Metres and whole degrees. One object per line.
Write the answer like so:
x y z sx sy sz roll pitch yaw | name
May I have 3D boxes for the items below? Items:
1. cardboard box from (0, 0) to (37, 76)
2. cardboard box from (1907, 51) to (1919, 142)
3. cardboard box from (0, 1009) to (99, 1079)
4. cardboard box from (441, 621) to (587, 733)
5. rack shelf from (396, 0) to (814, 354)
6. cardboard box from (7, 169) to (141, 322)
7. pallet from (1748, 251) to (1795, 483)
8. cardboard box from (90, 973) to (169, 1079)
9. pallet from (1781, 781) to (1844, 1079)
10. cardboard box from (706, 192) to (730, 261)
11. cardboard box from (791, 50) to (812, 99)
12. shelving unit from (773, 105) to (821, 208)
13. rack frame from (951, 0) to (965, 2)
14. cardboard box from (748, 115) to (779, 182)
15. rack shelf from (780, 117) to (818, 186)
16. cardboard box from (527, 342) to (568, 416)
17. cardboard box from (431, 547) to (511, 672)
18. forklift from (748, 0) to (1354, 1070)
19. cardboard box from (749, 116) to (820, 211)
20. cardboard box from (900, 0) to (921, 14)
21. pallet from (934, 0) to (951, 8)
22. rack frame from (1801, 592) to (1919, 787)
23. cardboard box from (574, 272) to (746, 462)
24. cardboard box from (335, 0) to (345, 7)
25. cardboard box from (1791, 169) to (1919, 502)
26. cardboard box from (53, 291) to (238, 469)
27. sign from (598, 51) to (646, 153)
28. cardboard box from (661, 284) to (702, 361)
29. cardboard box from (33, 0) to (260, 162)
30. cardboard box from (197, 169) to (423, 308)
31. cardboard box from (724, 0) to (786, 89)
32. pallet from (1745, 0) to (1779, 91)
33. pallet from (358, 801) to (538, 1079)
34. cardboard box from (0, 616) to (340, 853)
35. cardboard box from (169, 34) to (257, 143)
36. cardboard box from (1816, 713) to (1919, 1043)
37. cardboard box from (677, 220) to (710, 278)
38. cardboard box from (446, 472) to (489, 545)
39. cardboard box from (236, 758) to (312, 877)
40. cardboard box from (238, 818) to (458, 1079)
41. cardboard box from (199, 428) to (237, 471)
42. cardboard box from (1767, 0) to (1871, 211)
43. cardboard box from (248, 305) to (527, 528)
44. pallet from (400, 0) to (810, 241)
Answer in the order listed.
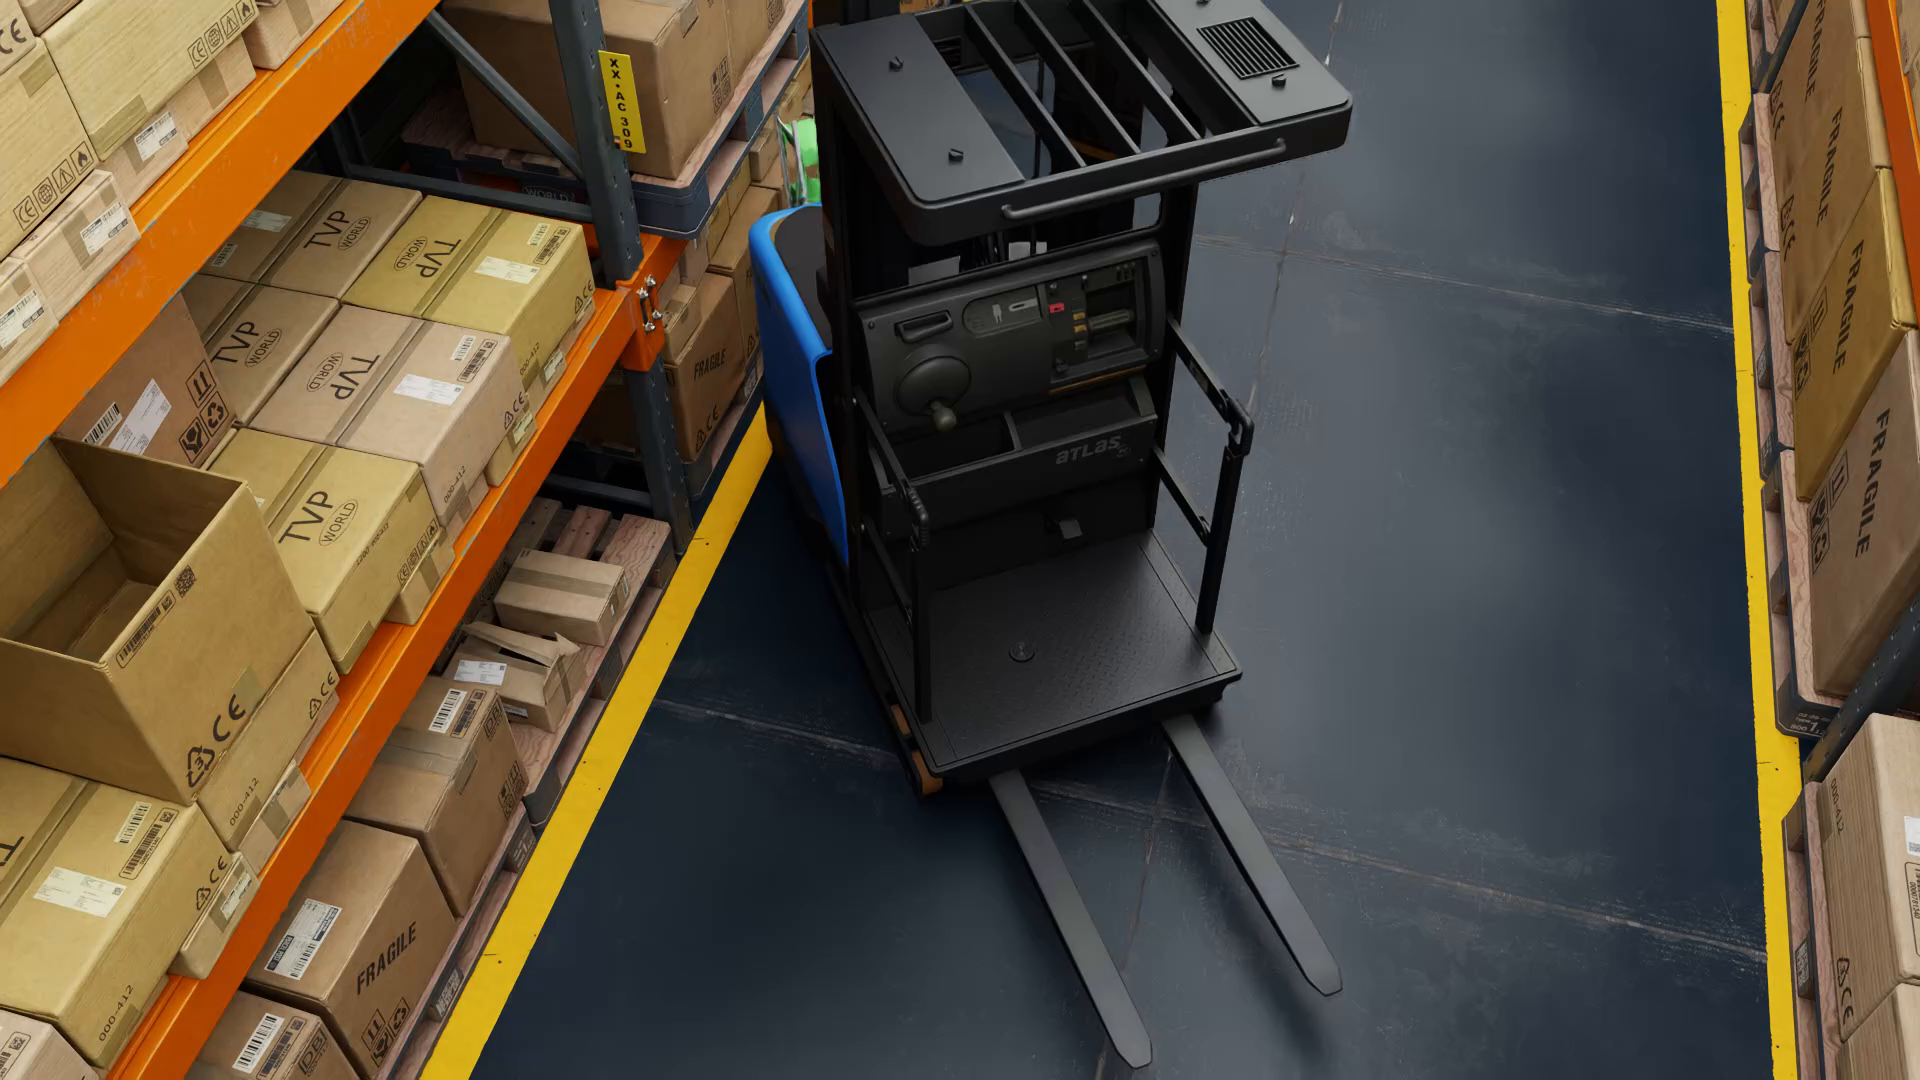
-1.797 -0.757 2.485 0.500 0.250 0.500 13 50 11 | cardboard box
3.584 -1.523 5.693 0.500 0.250 0.500 12 50 10 | cardboard box
-2.039 1.134 3.150 0.500 0.250 0.500 12 50 10 | cardboard box
-1.456 0.414 5.427 0.396 0.266 0.258 13 50 11 | cardboard box
-0.972 -2.280 6.741 1.077 0.370 4.000 12 50 10 | rack shelf
-1.685 -0.543 2.895 0.380 0.149 0.250 12 50 11 | cardboard box
3.741 -0.630 6.665 1.003 0.211 1.213 12 50 10 | pallet
-1.952 0.968 3.563 0.380 0.149 0.250 12 50 11 | cardboard box
3.016 1.363 4.906 1.003 0.211 1.213 12 50 10 | pallet
-1.093 -1.208 6.270 0.380 0.149 0.250 9 49 8 | cardboard box
-0.821 -1.962 6.936 0.380 0.149 0.250 12 50 10 | cardboard box
-0.371 -1.174 6.462 0.503 1.200 0.258 -19 41 -15 | shelving unit
-0.446 -3.964 7.748 1.000 3.000 0.127 12 50 10 | rack frame
-0.932 -1.582 6.600 0.380 0.149 0.250 11 50 10 | cardboard box
-0.403 -1.495 6.200 0.480 0.148 0.258 -19 41 -15 | rack shelf
-1.386 -0.515 4.871 0.380 0.149 0.250 13 50 11 | cardboard box
-1.900 0.111 5.665 0.500 0.311 0.500 13 50 11 | cardboard box
0.248 -0.490 4.728 1.130 2.935 3.031 -16 51 -14 | forklift
-0.888 -1.436 6.903 0.500 0.500 0.500 10 49 9 | cardboard box
-0.491 -2.568 7.903 0.500 0.500 0.500 11 49 9 | cardboard box
-0.679 -2.509 8.324 1.003 0.211 1.213 12 50 10 | pallet
3.291 -0.094 4.332 1.000 3.000 0.127 12 50 10 | rack frame
-1.154 -0.688 6.244 0.500 0.500 0.500 14 50 12 | cardboard box
-1.455 -1.293 3.558 0.380 0.149 0.250 13 50 11 | cardboard box
3.607 -0.649 5.959 0.875 0.875 0.875 13 50 11 | cardboard box
-2.147 -0.343 3.954 0.500 0.500 0.500 10 49 9 | cardboard box
-0.973 -1.256 4.780 0.100 0.325 0.005 12 50 10 | sign
-1.147 -0.804 5.914 0.380 0.149 0.250 14 50 12 | cardboard box
-1.656 -0.968 3.004 0.500 0.250 0.500 13 50 11 | cardboard box
-1.889 -0.815 4.870 0.500 0.250 0.500 11 50 10 | cardboard box
-1.019 -1.923 5.600 0.700 0.500 0.500 12 50 10 | cardboard box
4.551 -2.630 8.430 1.003 0.211 1.213 12 50 10 | pallet
-1.999 1.234 5.021 1.003 0.211 1.213 12 50 10 | pallet
-1.795 0.392 3.805 0.500 0.250 0.500 10 49 9 | cardboard box
-1.622 -0.929 3.236 0.380 0.149 0.250 13 50 11 | cardboard box
3.022 1.048 4.754 0.875 0.438 0.875 11 49 9 | cardboard box
-1.125 -1.100 5.977 0.380 0.149 0.250 9 49 8 | cardboard box
-1.527 -0.138 4.538 0.380 0.149 0.250 13 50 11 | cardboard box
-1.763 0.605 3.883 0.380 0.149 0.250 13 50 11 | cardboard box
-1.801 1.113 4.654 0.500 0.500 0.500 12 50 11 | cardboard box
-2.152 -0.078 4.220 0.500 0.250 0.500 13 50 11 | cardboard box
4.082 -1.940 7.099 0.875 0.875 0.875 11 50 10 | cardboard box
-1.515 -0.338 4.449 0.500 0.250 0.500 12 50 10 | cardboard box
-1.183 -1.564 5.758 1.003 0.211 1.213 12 50 10 | pallet
